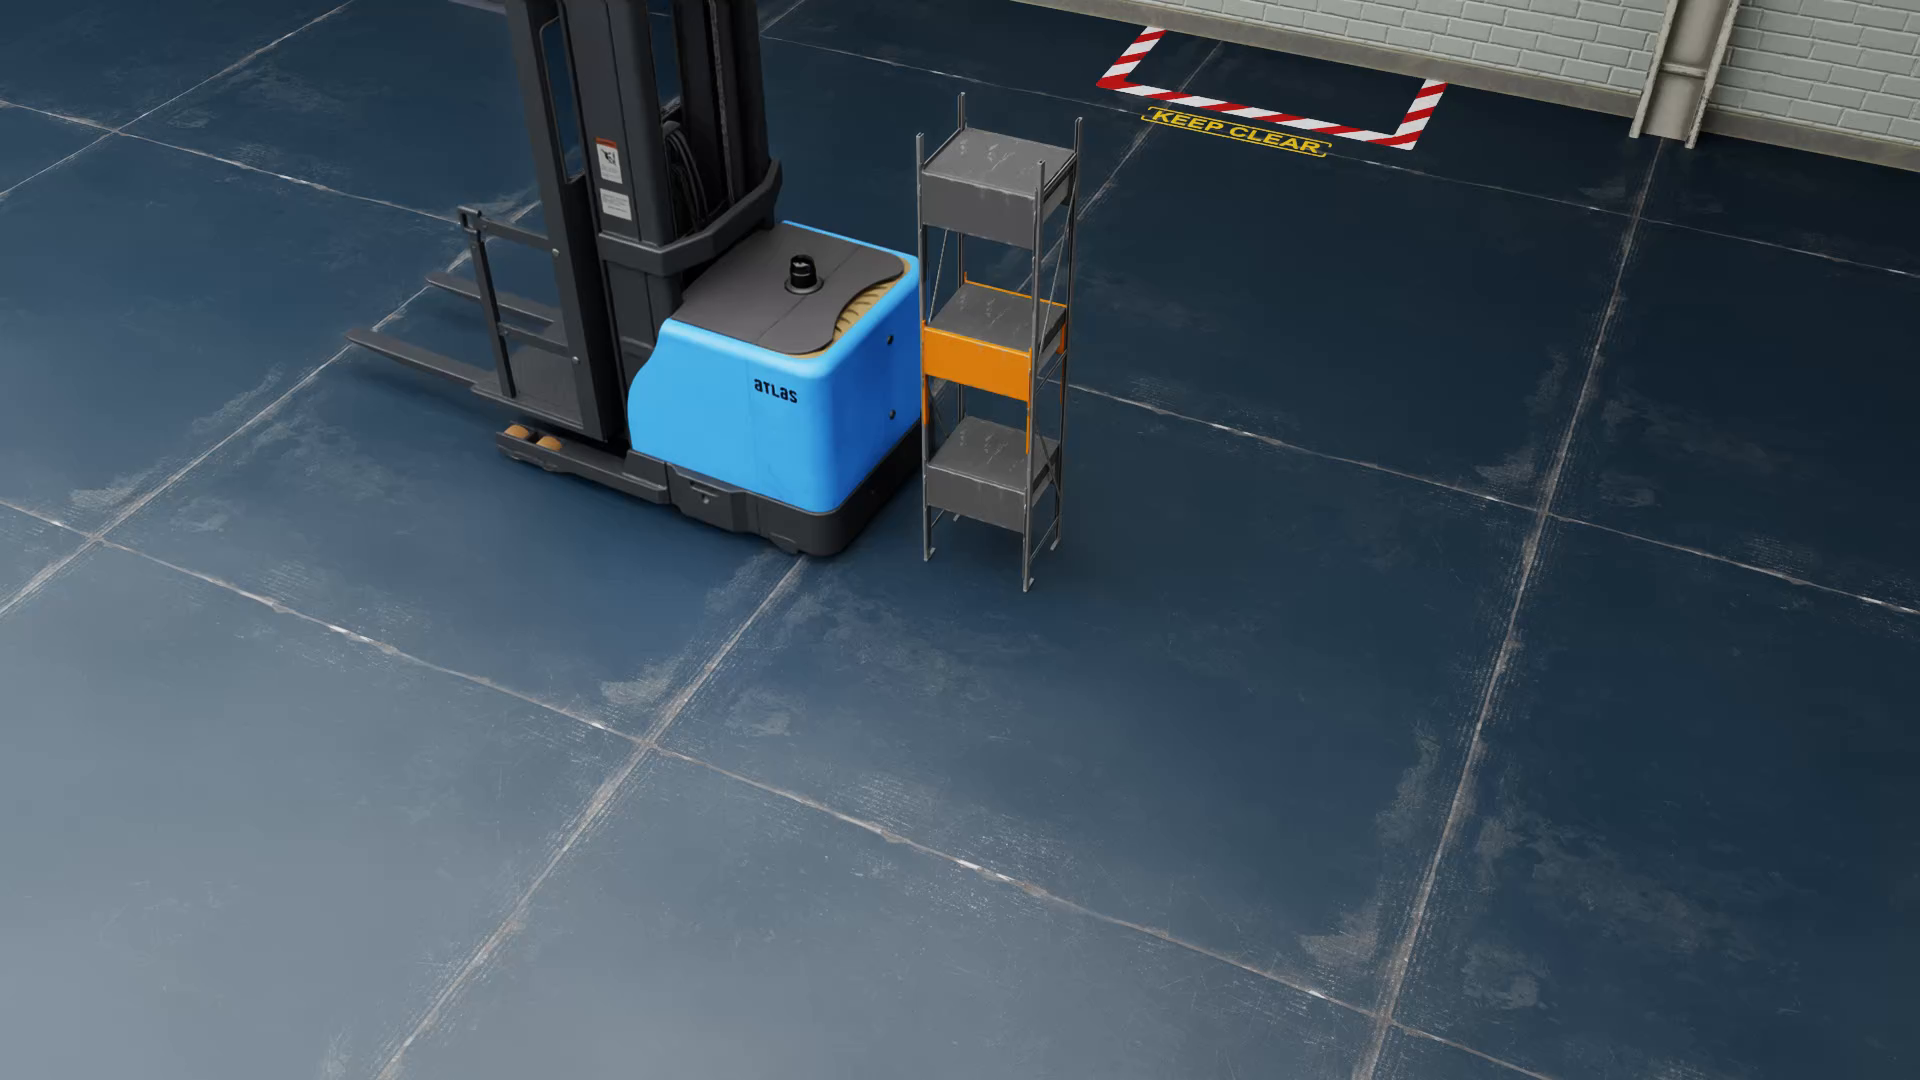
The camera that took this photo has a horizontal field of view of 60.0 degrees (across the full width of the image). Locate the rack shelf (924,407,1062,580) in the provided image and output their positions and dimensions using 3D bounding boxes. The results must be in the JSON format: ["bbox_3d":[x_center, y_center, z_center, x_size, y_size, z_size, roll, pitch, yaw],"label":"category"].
[{"bbox_3d":[0.150,-0.208,7.361,0.480,0.518,0.431,17,44,19],"label":"rack shelf"}]

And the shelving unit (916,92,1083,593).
[{"bbox_3d":[0.150,-0.748,6.893,0.503,2.100,0.431,17,44,19],"label":"shelving unit"}]

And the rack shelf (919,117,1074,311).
[{"bbox_3d":[0.150,-1.266,6.444,0.480,0.518,0.431,17,44,19],"label":"rack shelf"}]

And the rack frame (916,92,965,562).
[{"bbox_3d":[-0.071,-0.815,6.971,0.015,2.100,0.400,17,44,19],"label":"rack frame"}]

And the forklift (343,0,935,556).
[{"bbox_3d":[-1.666,-1.724,7.386,3.031,2.935,1.130,19,44,21],"label":"forklift"}]

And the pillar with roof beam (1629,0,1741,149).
[{"bbox_3d":[2.689,-3.455,4.750,0.400,9.000,9.100,17,44,19],"label":"pillar with roof beam"}]

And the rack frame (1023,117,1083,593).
[{"bbox_3d":[0.371,-0.680,6.815,0.015,2.100,0.400,17,44,19],"label":"rack frame"}]

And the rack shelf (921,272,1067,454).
[{"bbox_3d":[0.150,-0.737,6.902,0.480,0.518,0.431,17,44,19],"label":"rack shelf"}]
